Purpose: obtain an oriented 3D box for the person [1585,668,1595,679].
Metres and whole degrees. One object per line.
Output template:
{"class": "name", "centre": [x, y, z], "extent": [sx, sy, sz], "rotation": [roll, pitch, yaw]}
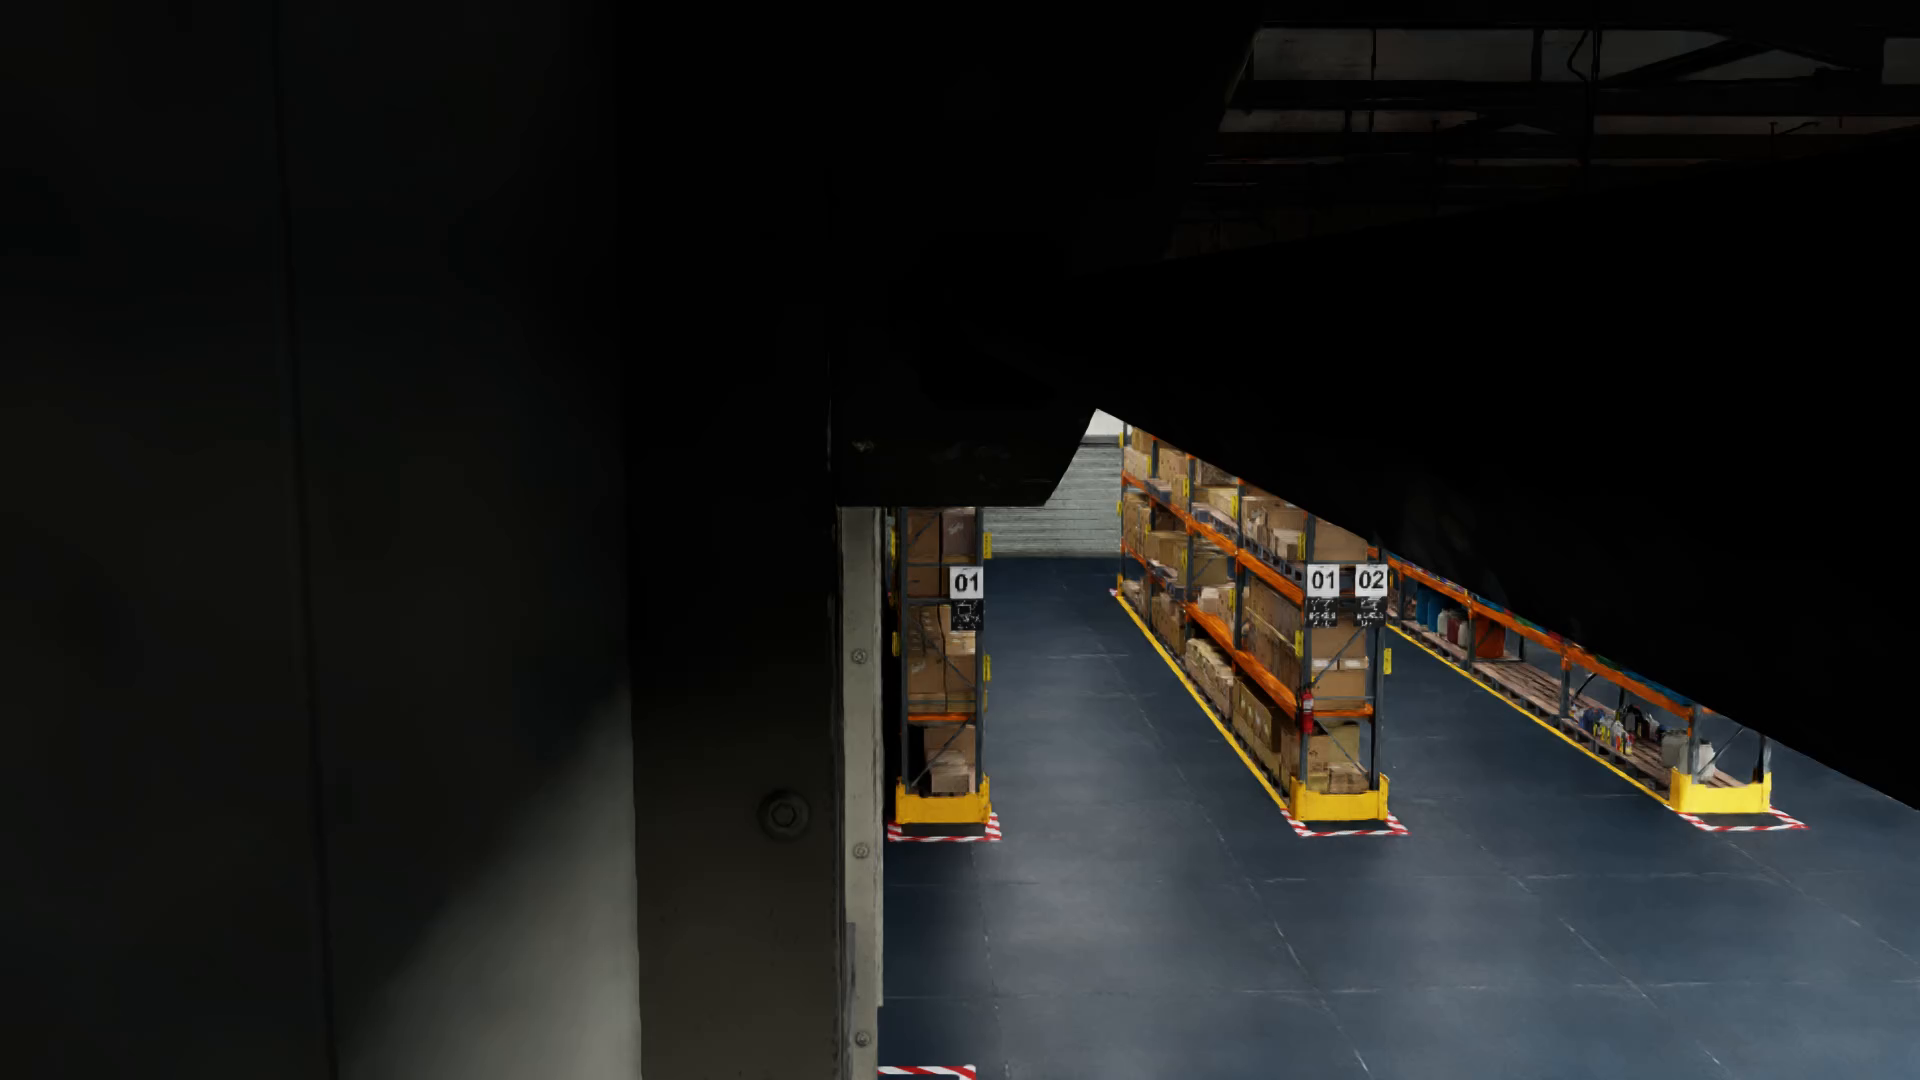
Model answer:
{"class": "person", "centre": [10.863, 1.630, 27.800], "extent": [0.466, 1.588, 1.081], "rotation": [-2, 8, -12]}
